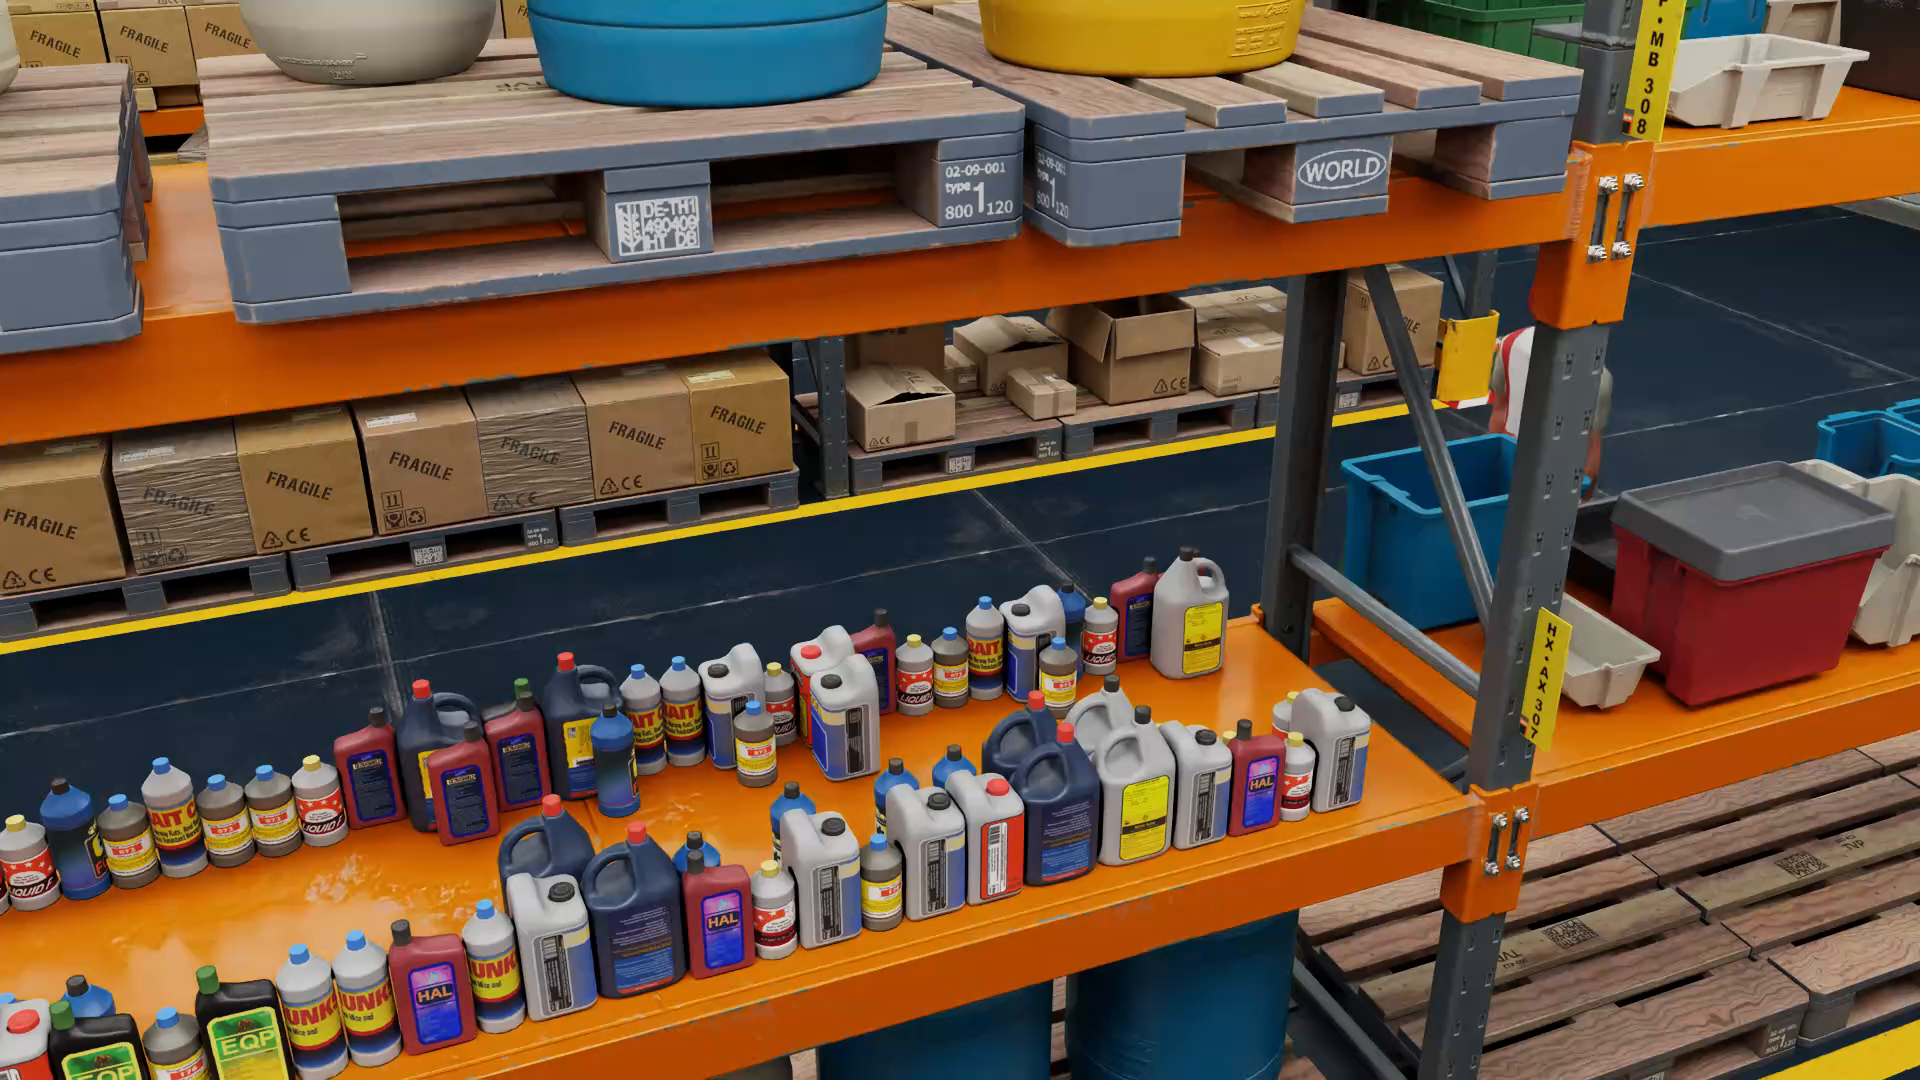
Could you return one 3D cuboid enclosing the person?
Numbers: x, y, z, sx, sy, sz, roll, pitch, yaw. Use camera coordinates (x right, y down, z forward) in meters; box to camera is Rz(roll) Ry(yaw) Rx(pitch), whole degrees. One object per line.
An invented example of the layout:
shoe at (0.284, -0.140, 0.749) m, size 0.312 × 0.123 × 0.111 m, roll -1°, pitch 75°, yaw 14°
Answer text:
person at (2.243, -0.215, 6.468) m, size 0.510 × 1.780 × 0.558 m, roll -13°, pitch 28°, yaw -25°
